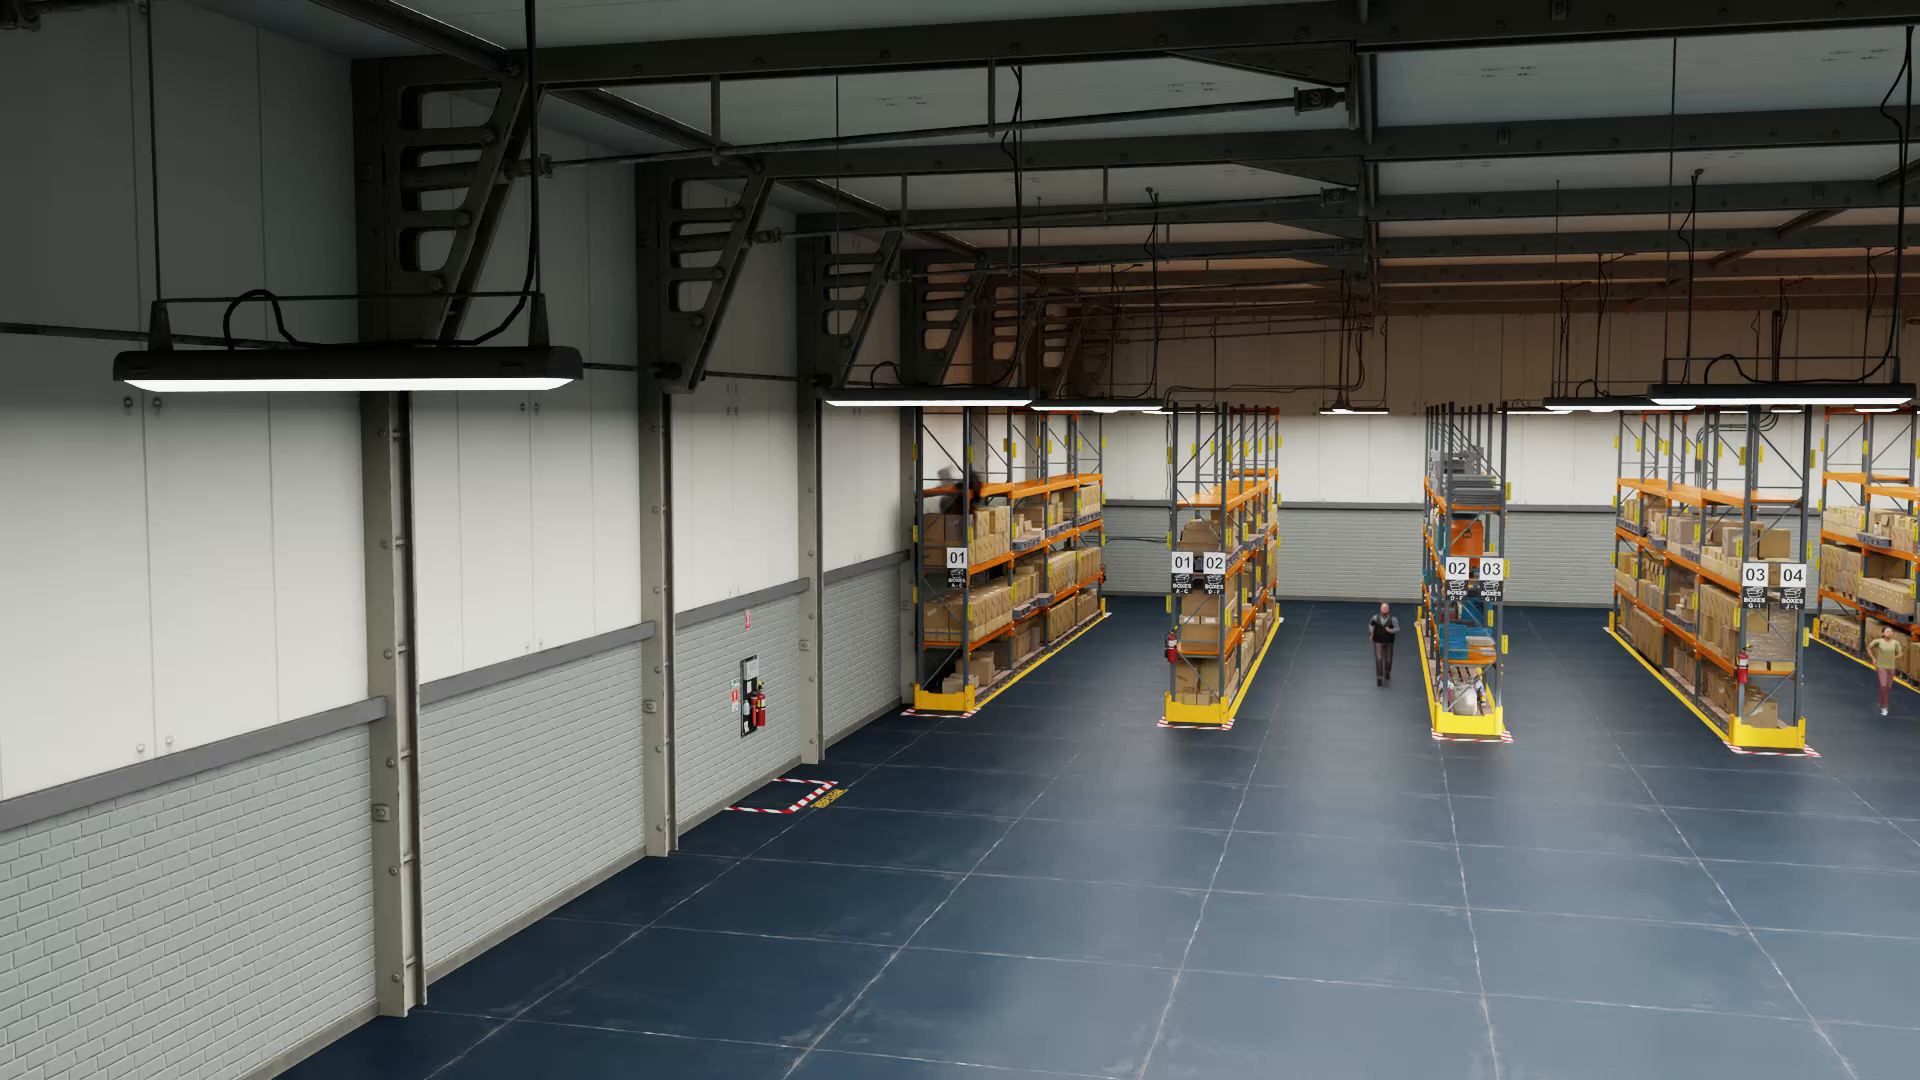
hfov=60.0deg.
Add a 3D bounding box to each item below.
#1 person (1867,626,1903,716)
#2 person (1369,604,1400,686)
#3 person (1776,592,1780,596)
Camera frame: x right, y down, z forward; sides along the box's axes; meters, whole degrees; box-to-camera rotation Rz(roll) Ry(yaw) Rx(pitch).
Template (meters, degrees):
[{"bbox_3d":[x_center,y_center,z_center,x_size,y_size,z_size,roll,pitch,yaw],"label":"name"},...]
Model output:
[{"bbox_3d":[17.924,2.512,32.195,0.581,1.714,0.726,1,4,10],"label":"person"},{"bbox_3d":[9.063,2.215,35.550,0.655,1.709,0.964,1,4,14],"label":"person"},{"bbox_3d":[21.075,1.610,43.777,0.930,1.717,0.699,-2,4,-20],"label":"person"}]
